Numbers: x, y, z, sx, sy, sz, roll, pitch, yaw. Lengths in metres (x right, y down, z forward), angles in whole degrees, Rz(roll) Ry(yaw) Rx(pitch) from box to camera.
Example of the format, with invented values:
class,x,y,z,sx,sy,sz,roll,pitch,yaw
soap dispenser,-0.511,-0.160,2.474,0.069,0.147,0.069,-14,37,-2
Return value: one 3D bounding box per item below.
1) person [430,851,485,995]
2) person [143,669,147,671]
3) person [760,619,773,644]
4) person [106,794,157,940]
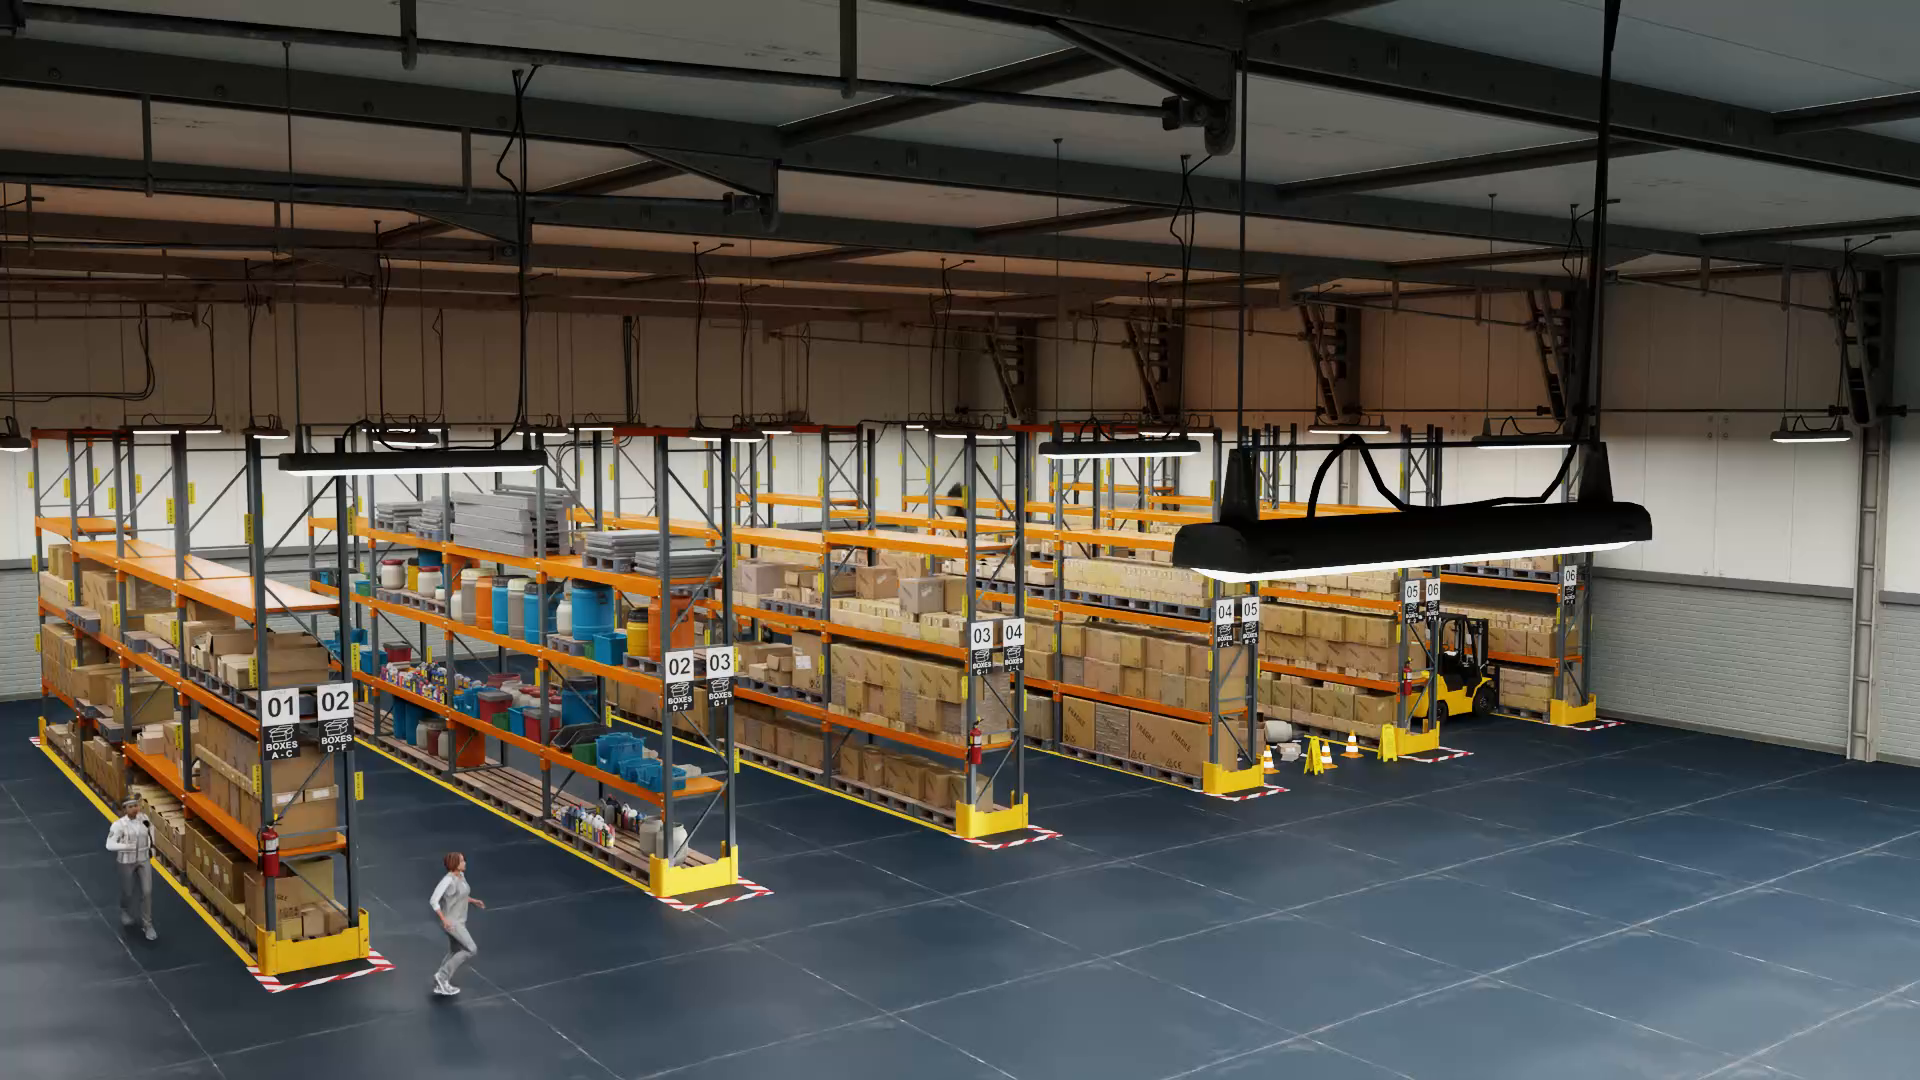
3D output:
class,x,y,z,sx,sy,sz,roll,pitch,yaw
person,-5.426,4.133,17.959,0.565,1.567,0.543,0,4,-5
person,-16.193,2.974,32.945,0.567,1.538,0.600,1,5,10
person,-4.389,2.571,36.886,0.610,1.754,0.889,-3,6,-36
person,-9.953,3.899,20.030,0.610,1.703,0.886,-4,6,-42
